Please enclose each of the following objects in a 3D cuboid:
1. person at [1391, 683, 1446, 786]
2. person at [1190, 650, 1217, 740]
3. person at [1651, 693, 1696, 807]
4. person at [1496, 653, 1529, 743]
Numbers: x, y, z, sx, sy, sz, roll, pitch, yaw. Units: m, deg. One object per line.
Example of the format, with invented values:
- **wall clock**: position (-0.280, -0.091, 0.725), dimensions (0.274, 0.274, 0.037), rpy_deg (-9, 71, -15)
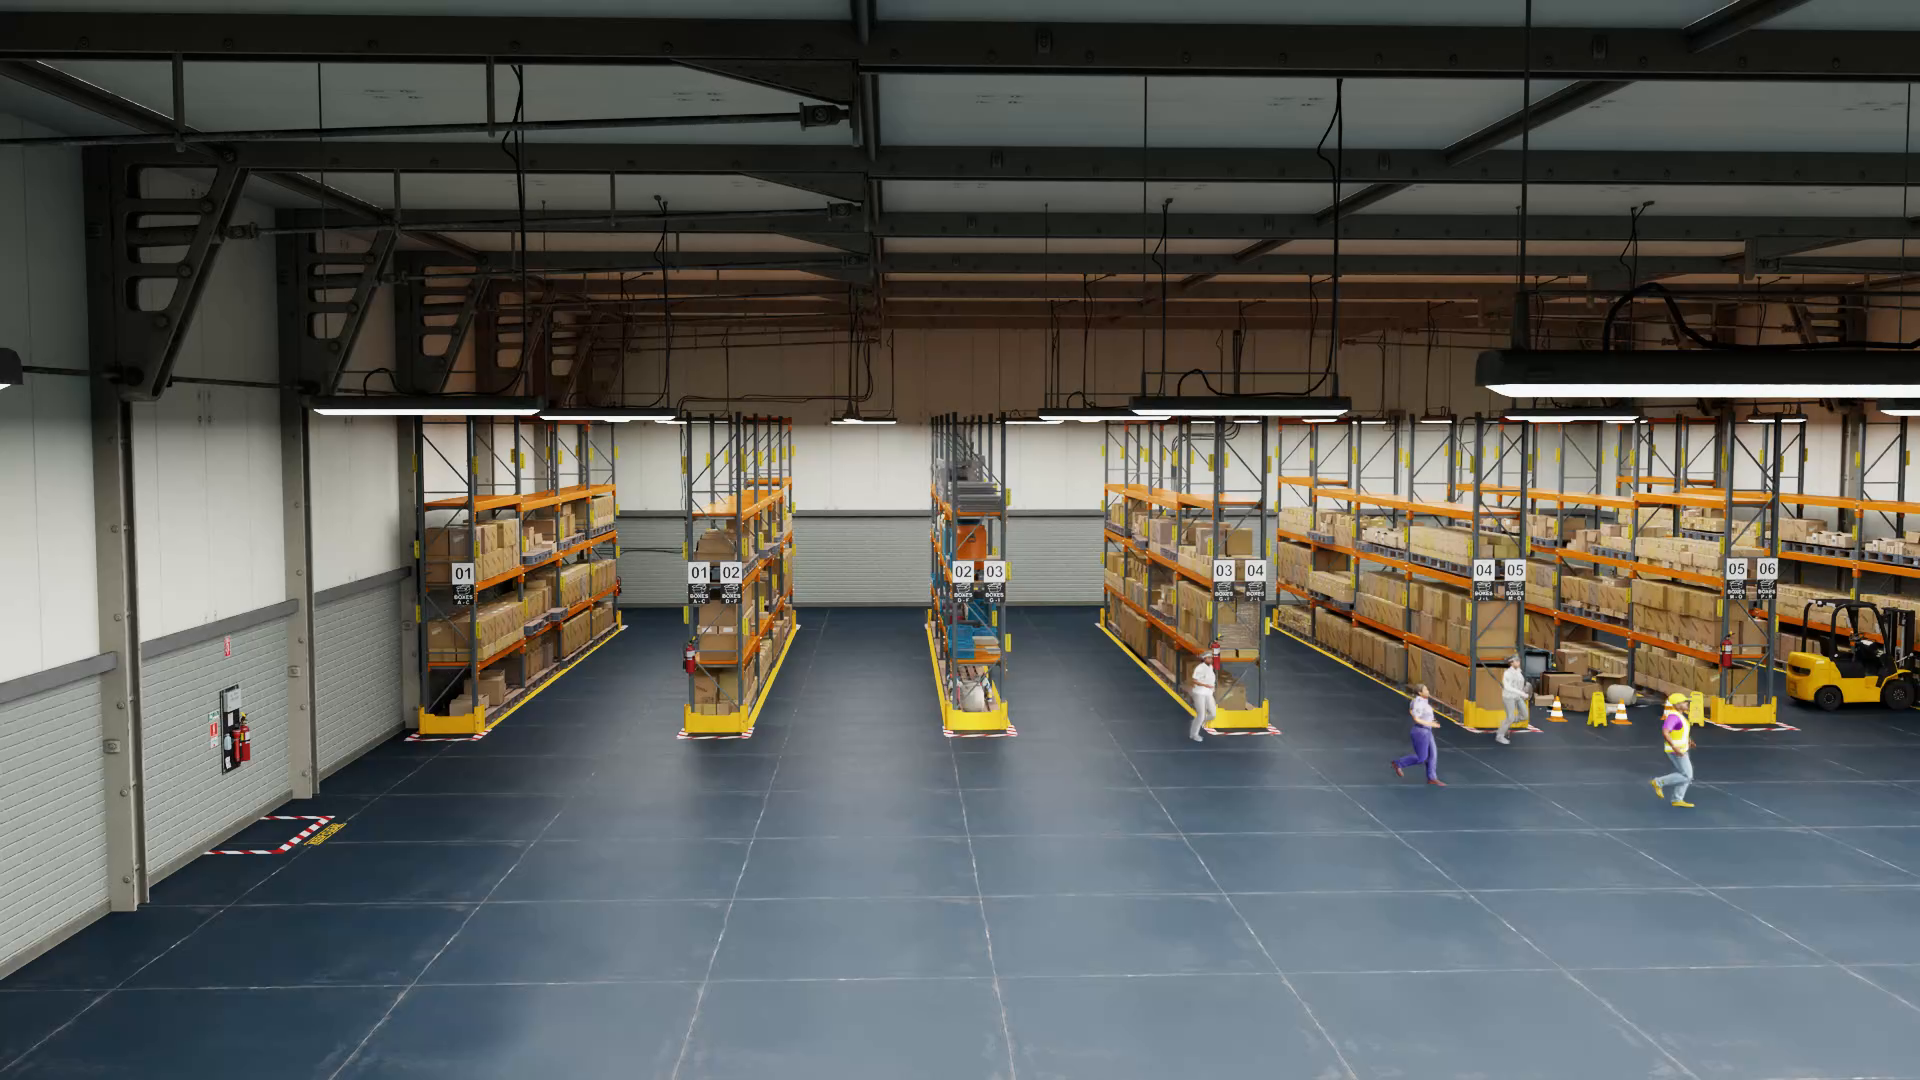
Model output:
- **person**: position (7.340, 3.105, 26.567), dimensions (0.849, 1.639, 0.607), rpy_deg (2, 4, 22)
- **person**: position (4.517, 2.830, 30.450), dimensions (0.596, 1.649, 0.578), rpy_deg (-3, 5, -38)
- **person**: position (10.769, 3.165, 25.086), dimensions (0.603, 1.728, 0.722), rpy_deg (2, 4, 27)
- **person**: position (10.031, 2.855, 30.048), dimensions (0.648, 1.657, 0.645), rpy_deg (-3, 5, -38)
